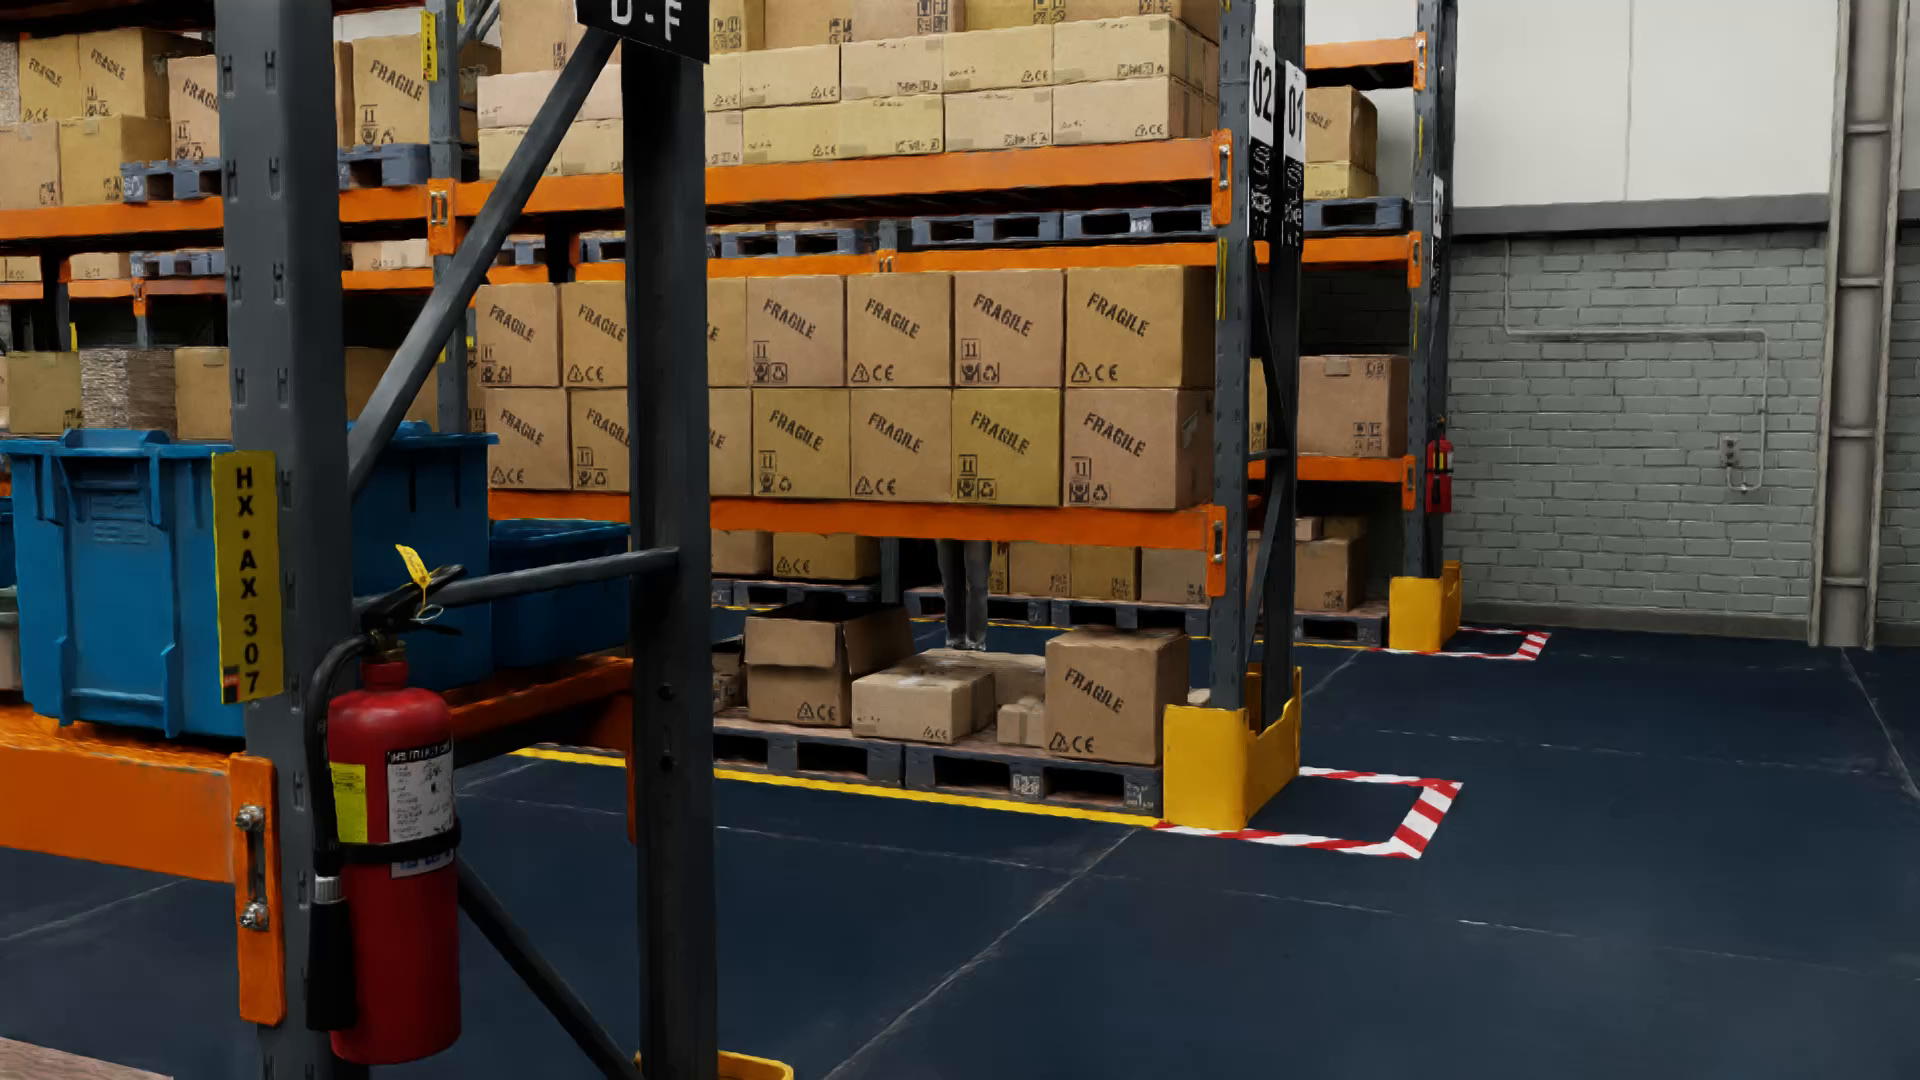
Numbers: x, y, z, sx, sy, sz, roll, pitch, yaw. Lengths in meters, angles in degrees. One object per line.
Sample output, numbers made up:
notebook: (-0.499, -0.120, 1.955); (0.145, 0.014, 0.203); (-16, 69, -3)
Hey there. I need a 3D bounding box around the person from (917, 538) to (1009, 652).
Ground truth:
person: (-0.015, -0.084, 10.578); (0.678, 1.770, 0.440); (3, 6, 26)
